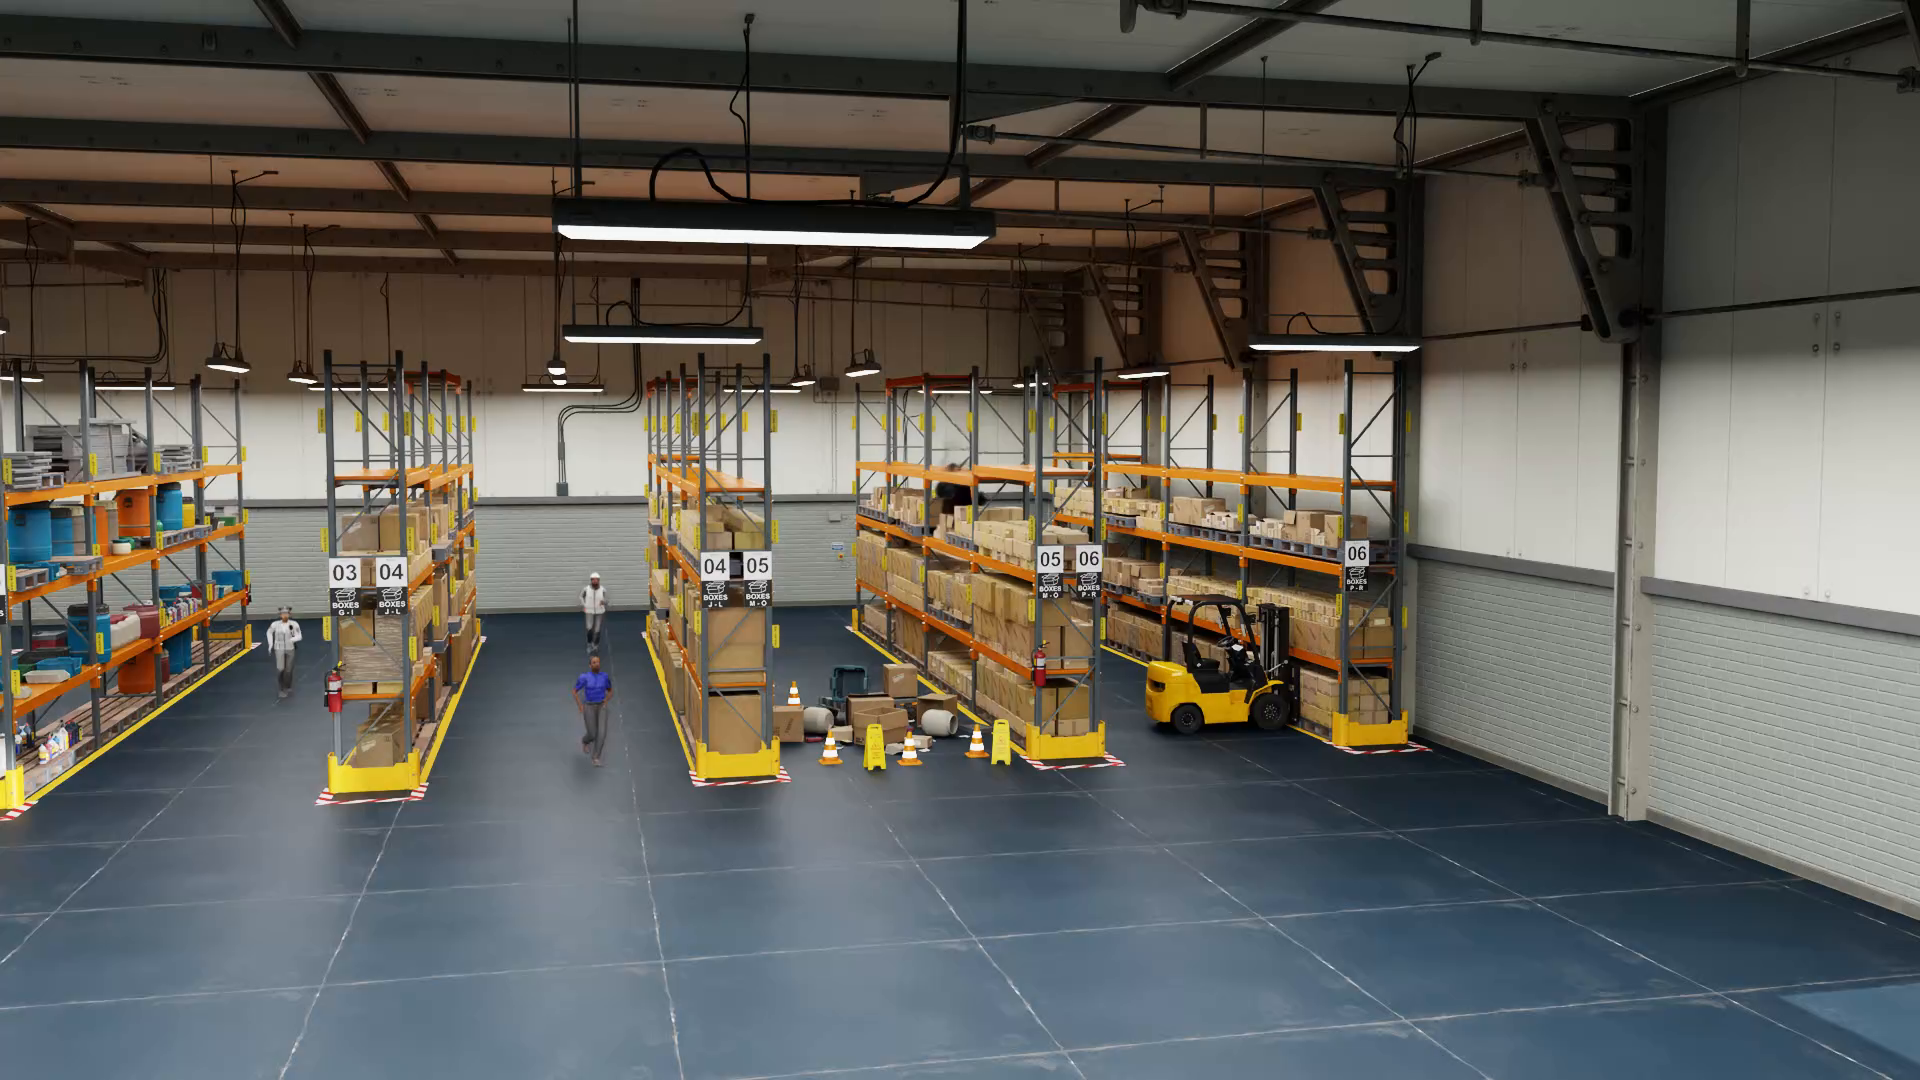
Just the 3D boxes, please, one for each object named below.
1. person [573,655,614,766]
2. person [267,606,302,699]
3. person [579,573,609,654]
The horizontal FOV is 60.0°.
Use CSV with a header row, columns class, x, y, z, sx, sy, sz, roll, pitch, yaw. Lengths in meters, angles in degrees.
class,x,y,z,sx,sy,sz,roll,pitch,yaw
person,-5.382,2.496,24.482,0.591,1.608,0.575,-2,5,-30
person,-12.337,2.049,30.401,0.572,1.714,0.771,-2,4,-25
person,-7.974,1.605,36.284,0.635,1.783,0.720,-1,4,-16
